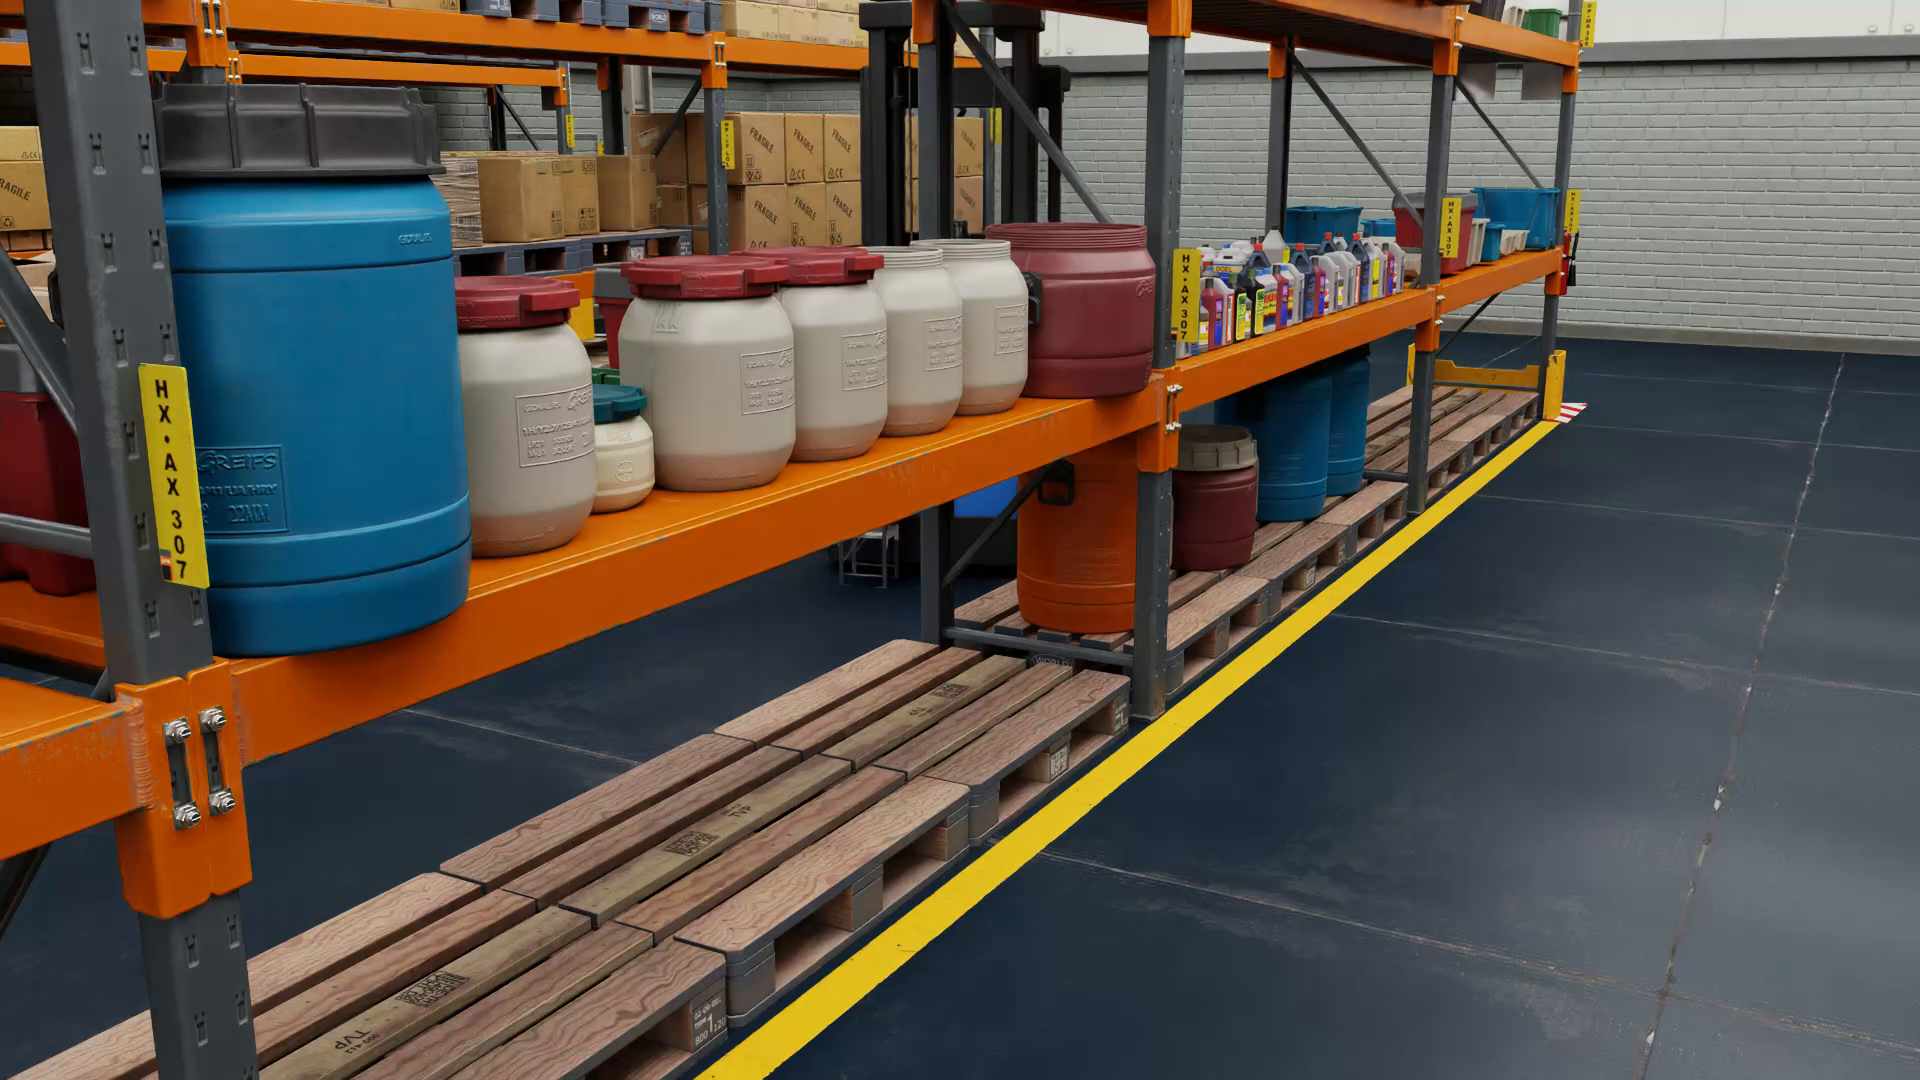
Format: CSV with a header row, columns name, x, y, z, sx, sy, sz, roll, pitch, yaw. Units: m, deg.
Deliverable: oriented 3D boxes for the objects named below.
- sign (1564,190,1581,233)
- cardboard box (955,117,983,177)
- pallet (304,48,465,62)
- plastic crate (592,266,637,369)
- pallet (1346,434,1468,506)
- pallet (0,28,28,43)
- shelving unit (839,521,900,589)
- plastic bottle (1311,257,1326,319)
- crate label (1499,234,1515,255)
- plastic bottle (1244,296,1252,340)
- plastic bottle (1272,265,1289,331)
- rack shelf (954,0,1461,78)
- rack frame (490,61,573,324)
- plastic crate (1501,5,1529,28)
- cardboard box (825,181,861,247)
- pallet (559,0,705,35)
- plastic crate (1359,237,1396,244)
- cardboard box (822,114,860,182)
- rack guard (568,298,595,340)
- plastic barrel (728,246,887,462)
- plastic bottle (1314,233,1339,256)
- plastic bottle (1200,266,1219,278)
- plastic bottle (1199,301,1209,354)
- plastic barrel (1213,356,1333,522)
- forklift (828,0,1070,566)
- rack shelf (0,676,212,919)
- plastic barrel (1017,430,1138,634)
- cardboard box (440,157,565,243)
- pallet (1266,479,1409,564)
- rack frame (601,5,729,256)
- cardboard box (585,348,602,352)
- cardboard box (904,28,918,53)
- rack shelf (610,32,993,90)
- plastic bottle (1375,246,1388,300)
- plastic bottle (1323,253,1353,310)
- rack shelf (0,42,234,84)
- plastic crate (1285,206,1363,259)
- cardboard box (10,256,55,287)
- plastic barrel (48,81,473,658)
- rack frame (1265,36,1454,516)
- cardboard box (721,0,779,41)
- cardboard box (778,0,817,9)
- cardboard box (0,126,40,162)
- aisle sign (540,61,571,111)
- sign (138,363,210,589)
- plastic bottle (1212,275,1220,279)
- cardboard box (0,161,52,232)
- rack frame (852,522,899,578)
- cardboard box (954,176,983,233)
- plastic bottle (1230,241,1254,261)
name,x,y,z,sx,sy,sz,roll,pitch,yaw
sign,4.667,-2.505,12.675,0.100,0.325,0.005,7,15,28
cardboard box,-0.131,-3.459,14.633,0.500,0.500,0.500,7,15,28
pallet,-5.433,-4.617,15.575,1.003,0.211,1.213,7,15,28
plastic crate,-0.739,-0.577,4.892,0.402,0.464,0.583,7,15,28
pallet,2.566,-0.464,10.506,1.003,0.211,1.213,7,15,28
pallet,-7.559,-3.700,11.983,1.003,0.211,1.213,8,16,31
shelving unit,-0.445,-0.231,8.071,0.258,0.900,0.210,3,14,13
plastic bottle,1.667,-1.183,7.791,0.061,0.283,0.133,7,15,28
crate label,3.676,-2.080,11.695,0.396,0.136,0.243,7,15,28
plastic bottle,1.171,-0.942,6.964,0.097,0.201,0.097,0,14,0
plastic bottle,1.401,-1.071,7.323,0.061,0.283,0.133,7,15,28
rack shelf,1.277,-2.362,7.566,1.077,0.370,4.000,7,15,28
rack frame,-4.495,-3.607,17.595,1.000,3.000,0.127,7,15,28
plastic crate,3.396,-3.363,10.743,0.437,0.136,0.530,7,15,28
cardboard box,-1.117,-2.556,13.022,0.500,0.500,0.500,7,15,28
pallet,-2.467,-3.467,11.015,1.213,0.211,1.003,7,15,28
plastic crate,2.823,-1.956,11.182,0.293,0.136,0.466,7,15,28
cardboard box,-1.118,-3.037,12.882,0.500,0.500,0.500,7,15,26
rack guard,-4.483,-2.397,17.908,1.175,0.500,0.348,7,15,28
plastic barrel,-0.405,-0.499,4.415,0.433,0.535,0.433,0,14,0
plastic bottle,1.871,-1.393,8.515,0.144,0.351,0.185,7,15,28
plastic bottle,1.245,-1.268,8.315,0.097,0.201,0.097,0,14,0
plastic bottle,0.930,-0.839,6.539,0.097,0.201,0.097,0,14,0
plastic barrel,1.624,-0.593,8.674,0.600,0.901,0.708,7,15,28
forklift,0.037,-1.591,9.381,1.130,2.935,3.031,2,14,7
rack shelf,-2.590,0.737,1.109,1.077,0.370,4.000,7,15,28
plastic barrel,0.532,-0.095,6.760,0.600,0.830,0.708,7,15,28
cardboard box,-2.890,-2.109,10.273,0.700,0.500,0.500,3,14,14
pallet,1.835,-0.155,9.225,1.003,0.211,1.213,7,15,28
rack frame,-2.090,-2.226,11.866,1.000,3.000,0.127,7,15,28
cardboard box,-2.786,-1.042,11.351,0.500,0.500,0.500,8,16,29
cardboard box,-0.656,-4.091,13.523,0.500,0.250,0.500,7,15,28
rack shelf,-1.123,-3.745,13.301,1.077,0.370,4.000,7,15,28
plastic bottle,2.160,-1.411,8.751,0.152,0.276,0.135,7,15,28
plastic bottle,1.851,-1.280,8.208,0.152,0.276,0.135,7,15,28
rack shelf,-7.395,-3.484,12.222,1.077,0.370,4.000,7,15,28
plastic crate,2.171,-1.820,10.087,0.392,0.384,0.575,7,15,28
cardboard box,-4.626,-1.200,7.802,0.500,0.311,0.500,7,15,27
plastic barrel,-1.171,-0.311,2.855,0.600,0.901,0.708,7,15,28
rack frame,2.244,-1.664,9.535,1.000,3.000,0.127,7,15,28
cardboard box,-1.639,-3.683,11.830,0.500,0.250,0.500,7,15,28
cardboard box,-1.398,-4.029,12.197,0.500,0.250,0.500,7,15,28
cardboard box,-7.178,-2.916,12.238,0.500,0.250,0.500,7,15,27
aisle sign,-4.197,-4.852,17.211,0.394,0.787,0.004,7,15,28
sign,-1.147,-0.093,2.427,0.100,0.325,0.005,7,15,28
plastic bottle,1.053,-0.955,6.871,0.097,0.271,0.097,0,14,0
cardboard box,-7.156,-2.555,12.341,0.500,0.500,0.500,8,16,30
rack frame,-0.421,-0.254,8.167,0.240,0.900,0.006,3,14,13
cardboard box,-0.135,-2.972,14.749,0.500,0.500,0.500,8,16,30
plastic bottle,1.510,-1.477,9.023,0.152,0.276,0.135,7,15,28
